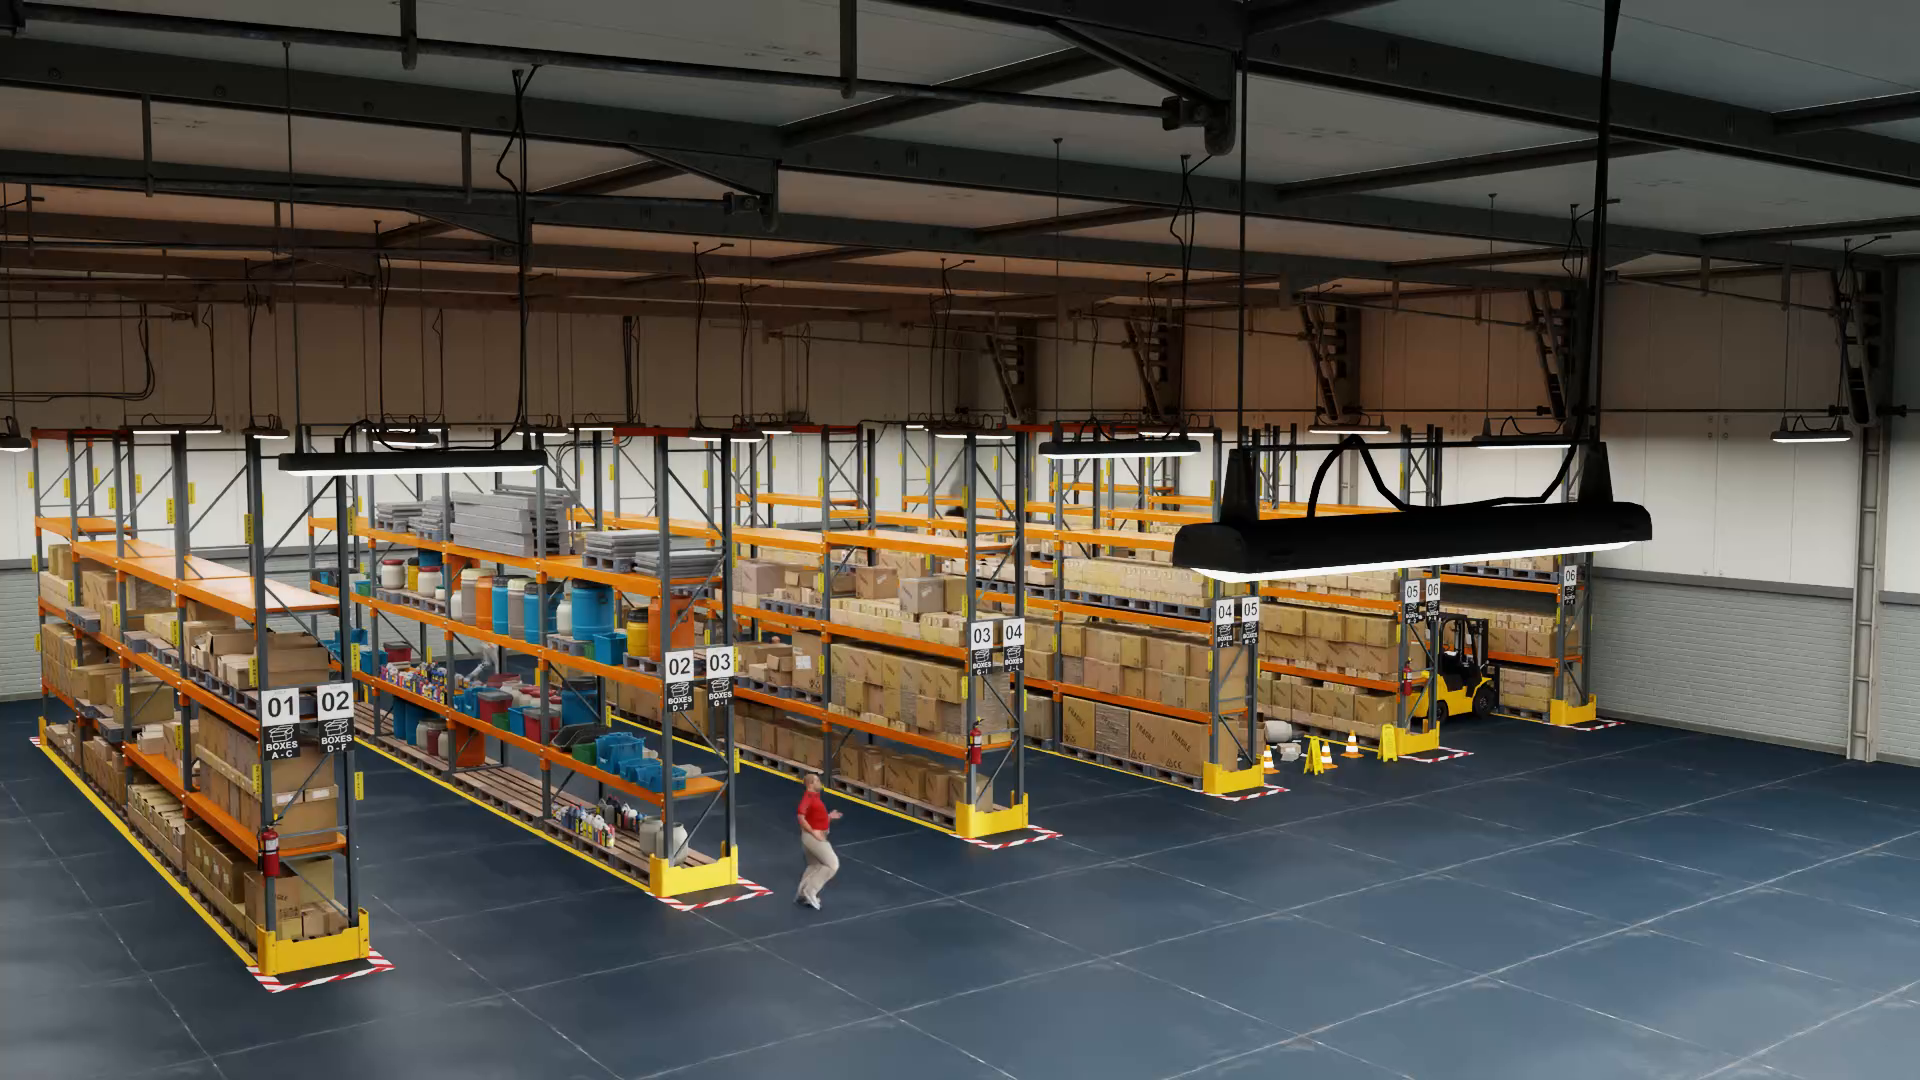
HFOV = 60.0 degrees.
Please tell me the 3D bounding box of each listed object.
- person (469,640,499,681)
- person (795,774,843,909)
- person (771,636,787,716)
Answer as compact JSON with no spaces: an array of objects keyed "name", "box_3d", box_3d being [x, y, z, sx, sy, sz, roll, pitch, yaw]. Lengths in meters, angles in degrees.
[{"name":"person","box_3d":[-10.706,2.447,37.944,0.990,1.766,0.664,-1,5,-18]},{"name":"person","box_3d":[-1.786,3.825,21.159,0.640,1.726,0.645,-1,5,-12]},{"name":"person","box_3d":[-3.793,2.831,33.740,0.820,1.778,0.631,4,6,44]}]
